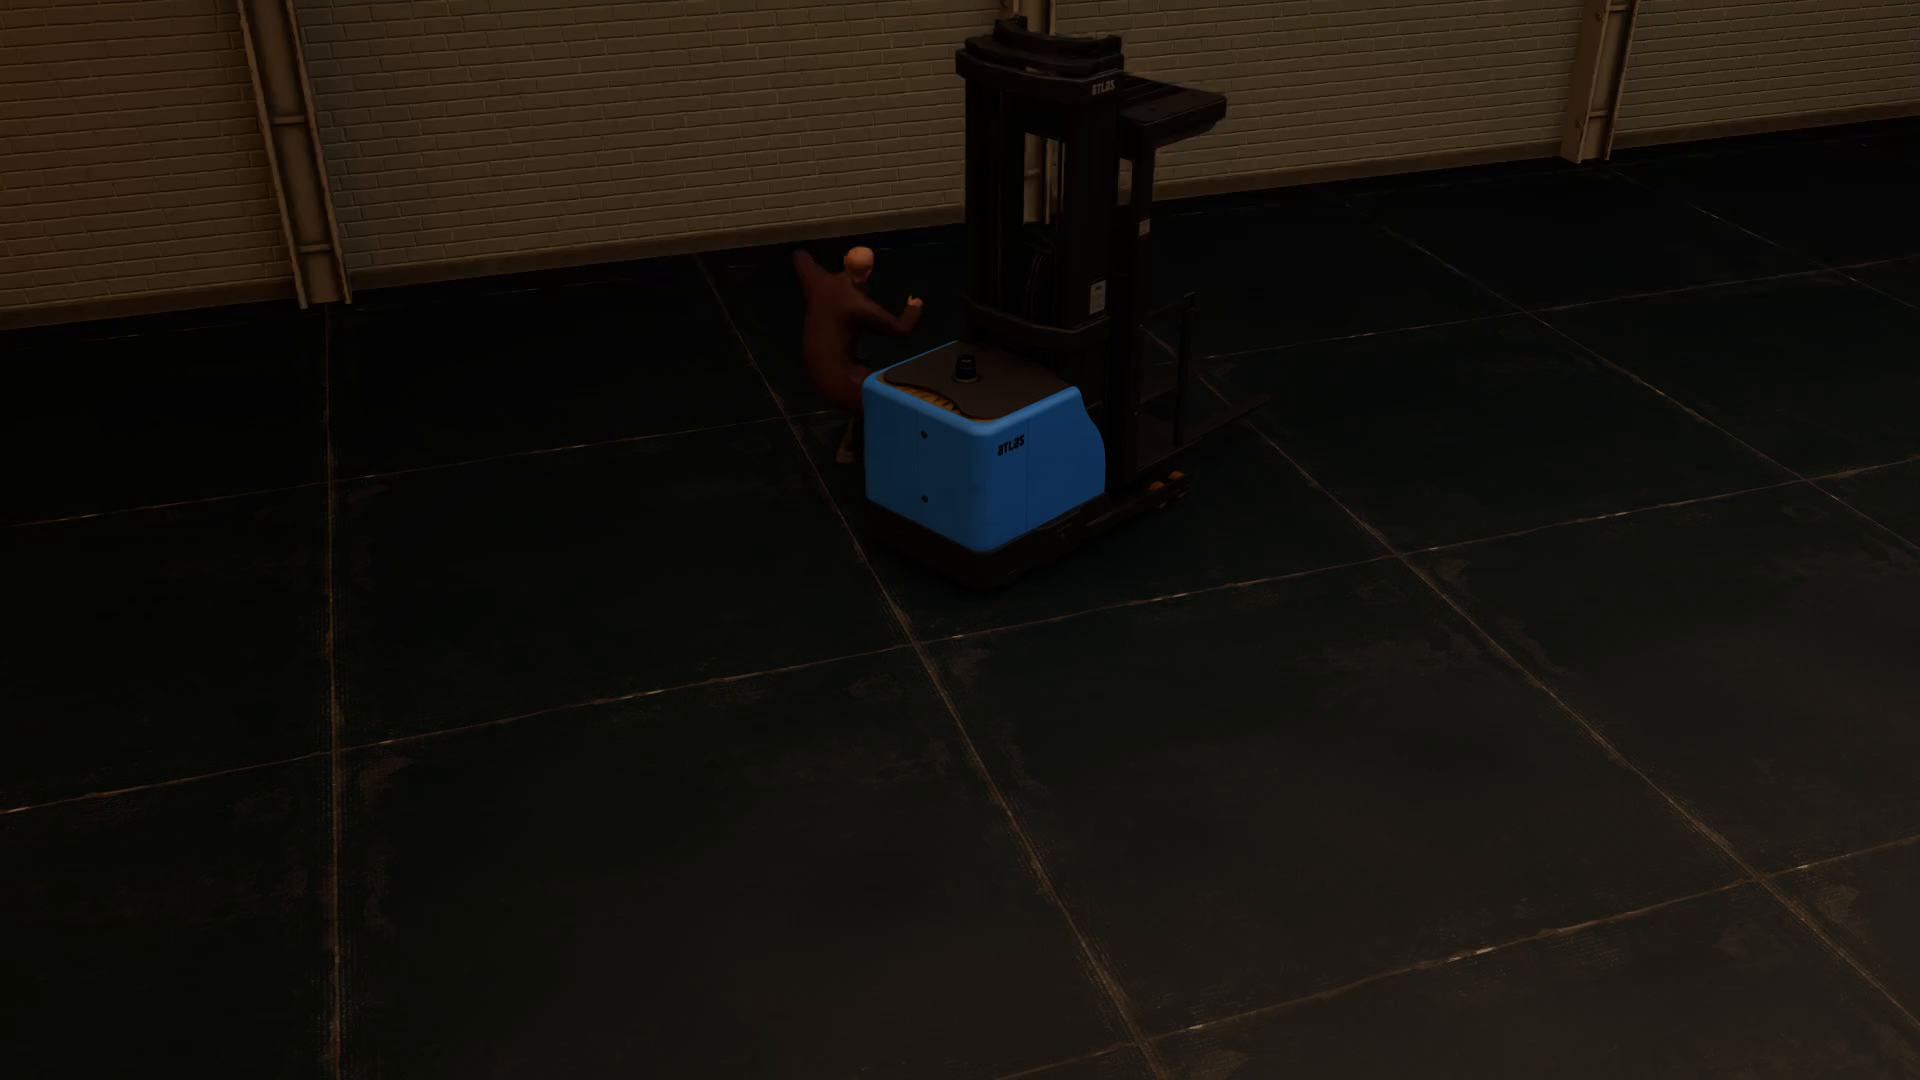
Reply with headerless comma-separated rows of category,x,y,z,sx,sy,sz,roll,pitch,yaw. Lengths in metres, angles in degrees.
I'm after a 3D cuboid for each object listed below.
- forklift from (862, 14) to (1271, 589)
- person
forklift,0.815,-1.627,9.916,1.130,2.935,3.031,26,39,37
person,-0.623,-1.148,10.505,0.822,1.490,1.673,-22,37,-34
